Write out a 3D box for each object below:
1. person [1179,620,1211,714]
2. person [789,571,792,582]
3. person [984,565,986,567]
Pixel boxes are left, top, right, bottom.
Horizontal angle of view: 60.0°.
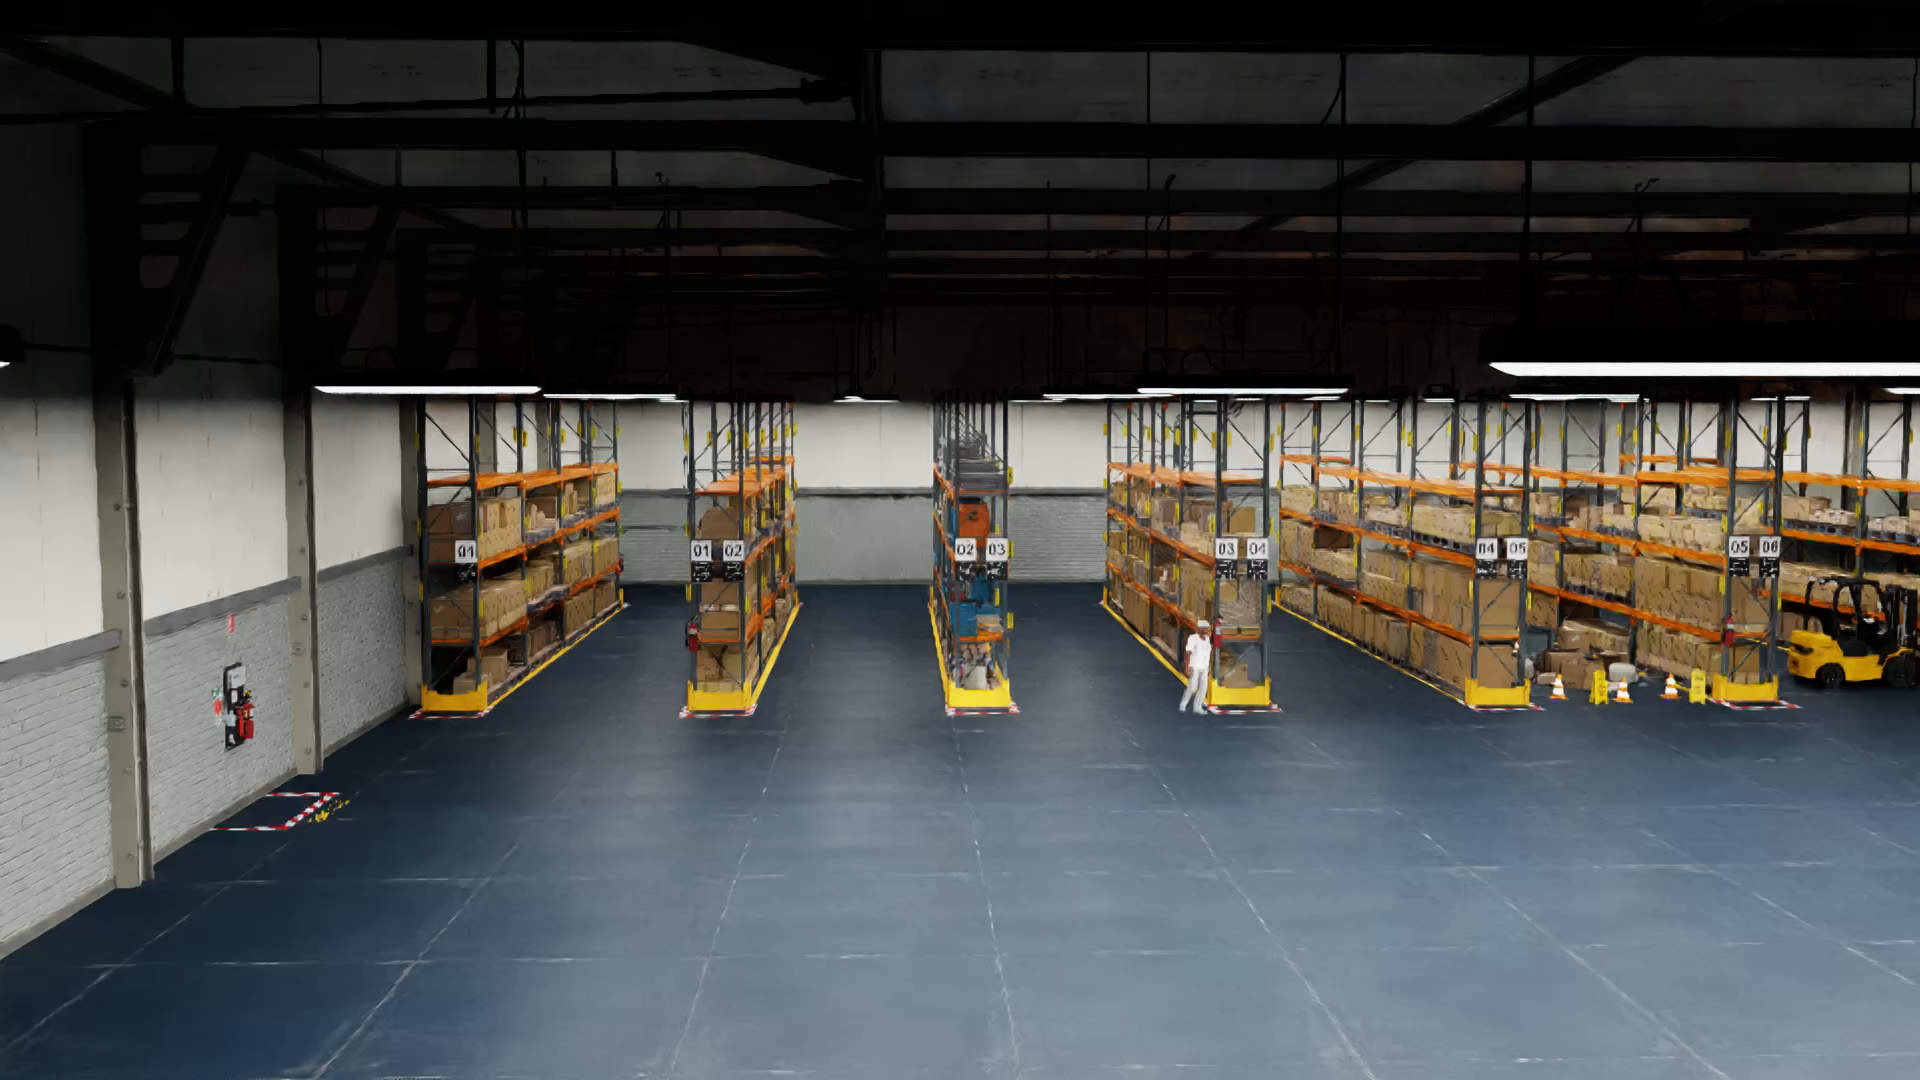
[{"bbox_3d":[4.371,2.339,30.835,0.609,1.755,0.577,-3,6,-37],"label":"person"},{"bbox_3d":[-5.265,0.920,50.093,0.567,1.423,0.754,-2,5,-23],"label":"person"},{"bbox_3d":[0.708,1.107,45.472,0.433,1.785,0.709,0,5,-1],"label":"person"}]
